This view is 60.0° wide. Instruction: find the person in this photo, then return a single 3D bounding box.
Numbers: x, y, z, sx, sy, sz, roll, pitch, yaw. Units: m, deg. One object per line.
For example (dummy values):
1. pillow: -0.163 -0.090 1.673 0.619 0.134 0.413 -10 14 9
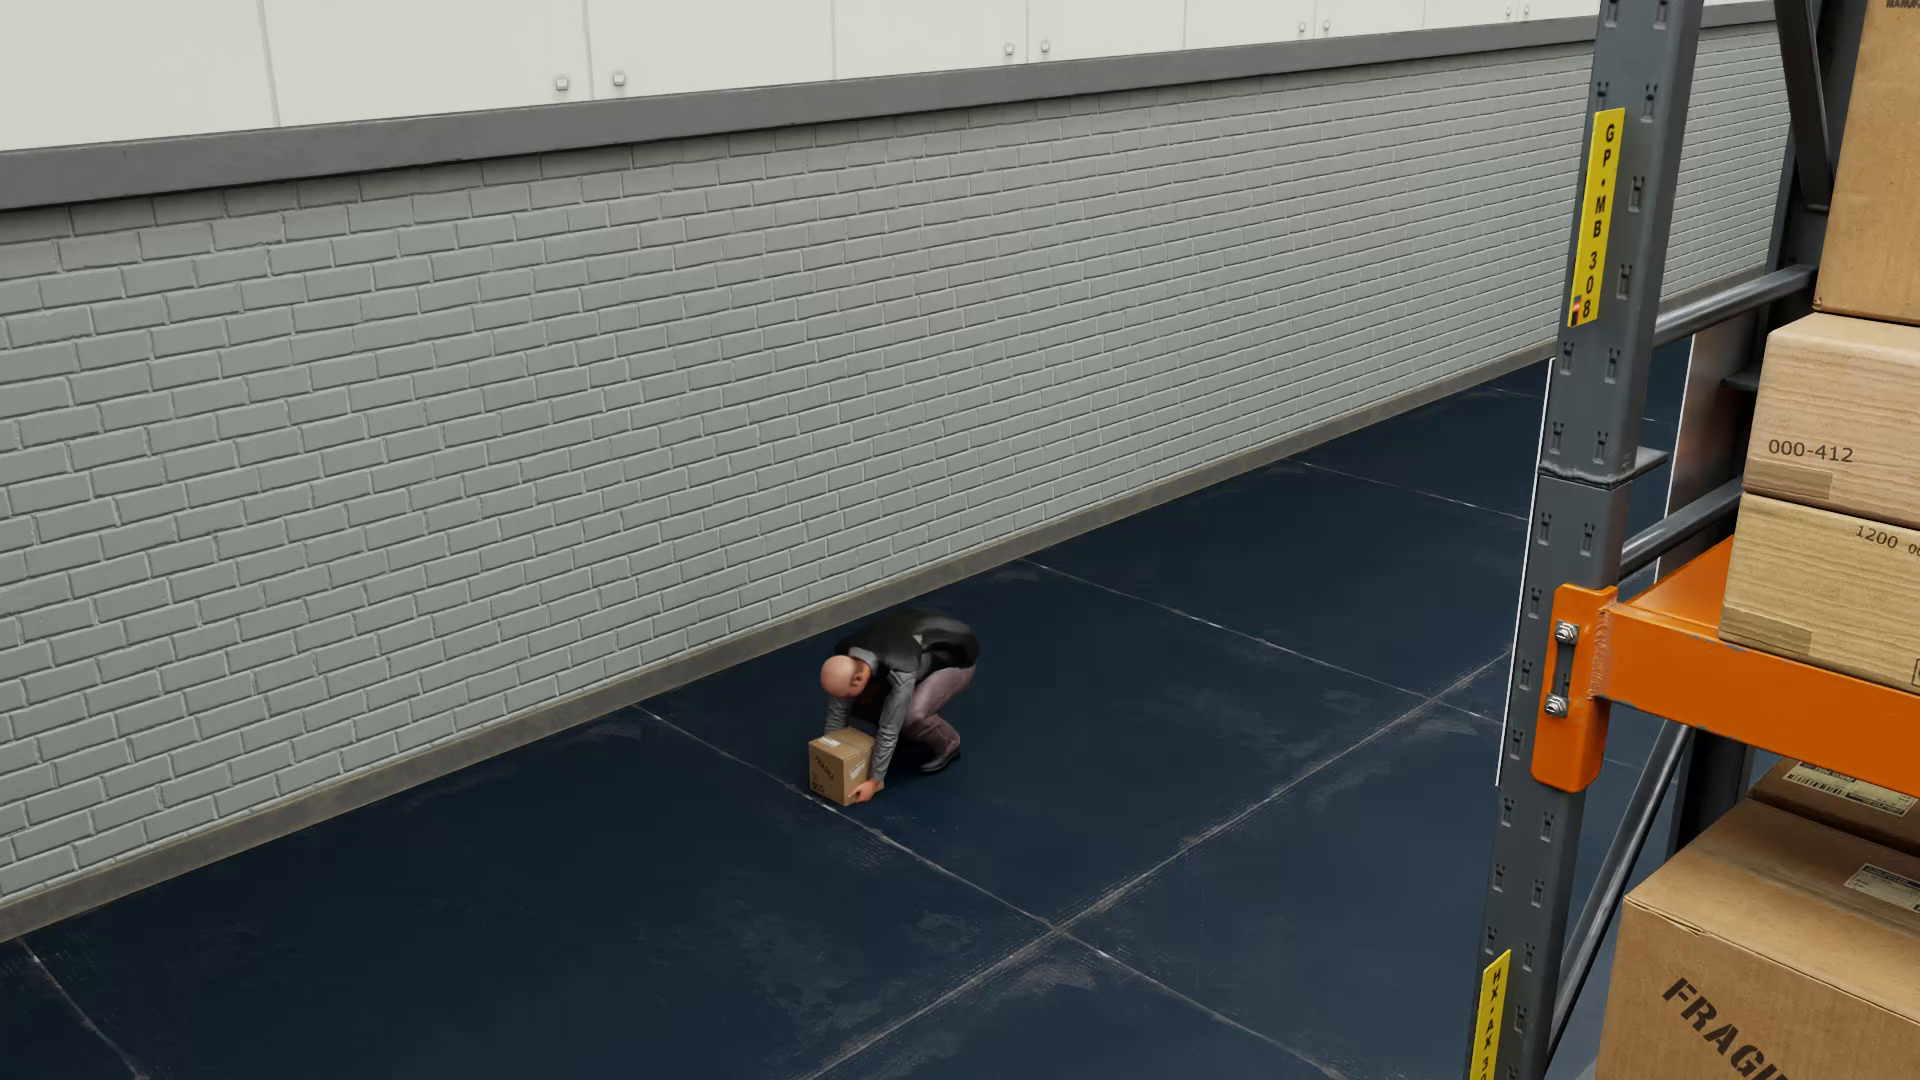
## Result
1. person: -0.313 0.749 7.983 0.505 0.794 0.943 18 27 40
